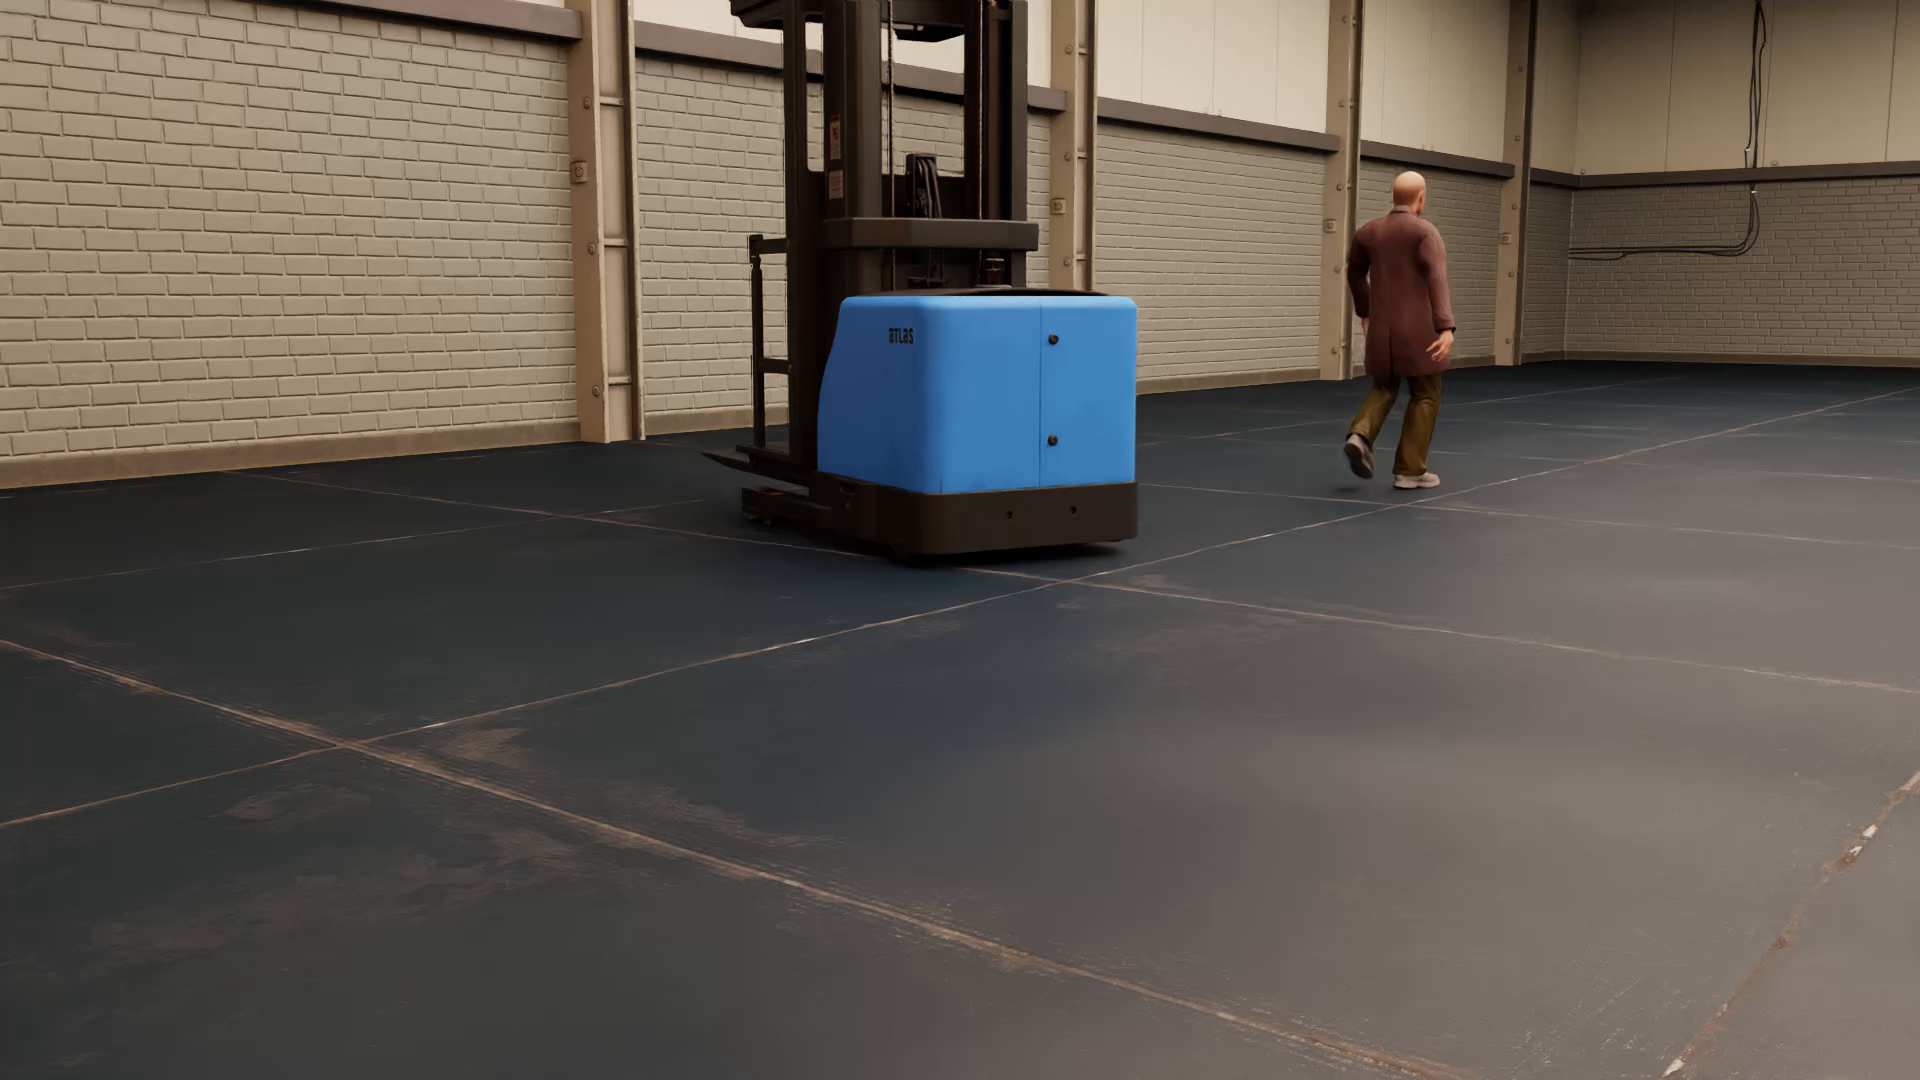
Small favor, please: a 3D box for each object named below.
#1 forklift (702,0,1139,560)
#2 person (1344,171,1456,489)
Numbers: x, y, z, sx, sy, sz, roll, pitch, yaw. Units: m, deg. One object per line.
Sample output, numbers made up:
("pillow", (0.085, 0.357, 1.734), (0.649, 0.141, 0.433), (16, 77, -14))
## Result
("forklift", (-0.401, -1.545, 7.838), (1.130, 2.935, 3.031), (-5, 9, -28))
("person", (2.460, -1.166, 9.308), (0.597, 1.760, 0.826), (-8, 11, -42))
